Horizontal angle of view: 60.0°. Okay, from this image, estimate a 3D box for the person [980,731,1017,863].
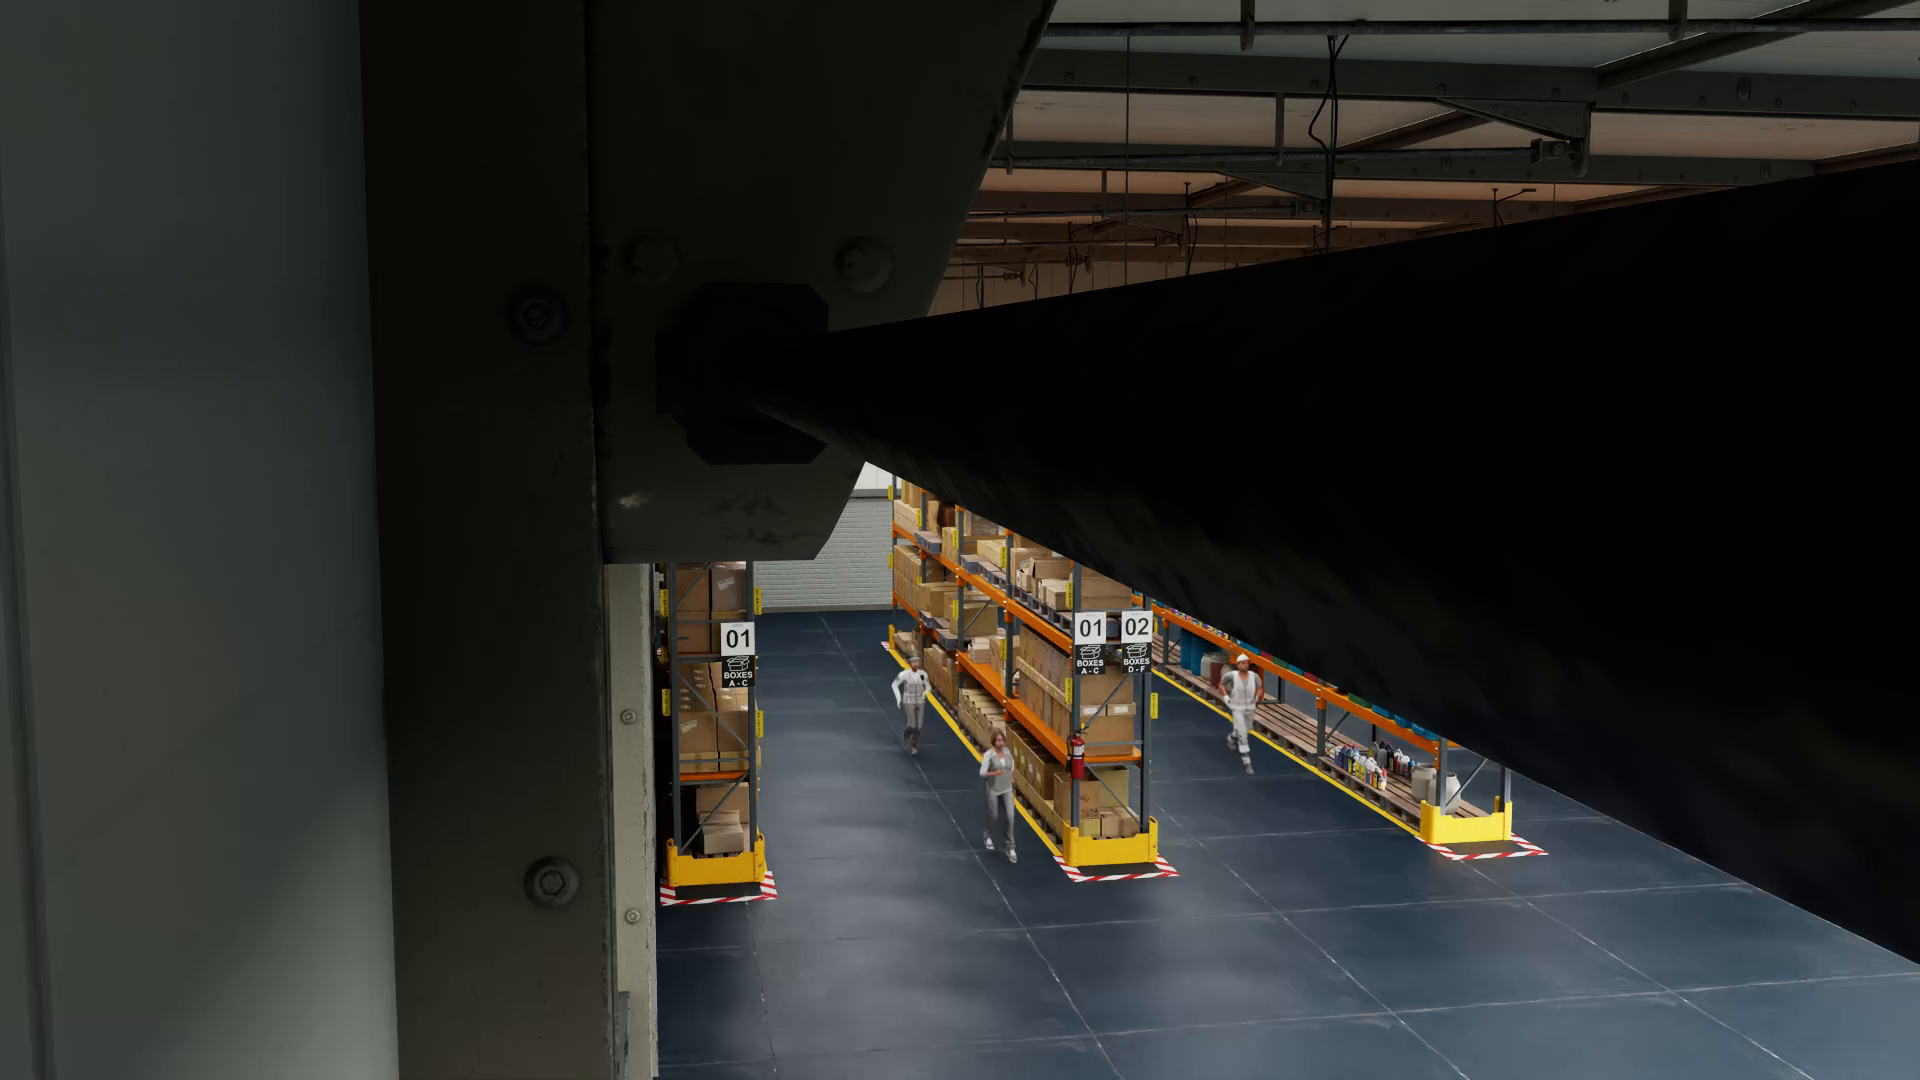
[{"bbox_3d":[0.491,3.235,21.146,0.531,1.585,0.756,-2,6,-17],"label":"person"}]

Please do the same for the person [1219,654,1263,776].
[{"bbox_3d":[4.403,2.653,25.887,0.623,1.790,1.172,-2,6,-16],"label":"person"}]

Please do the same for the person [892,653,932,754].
[{"bbox_3d":[-0.729,2.626,26.613,0.607,1.656,0.559,-2,7,-19],"label":"person"}]
